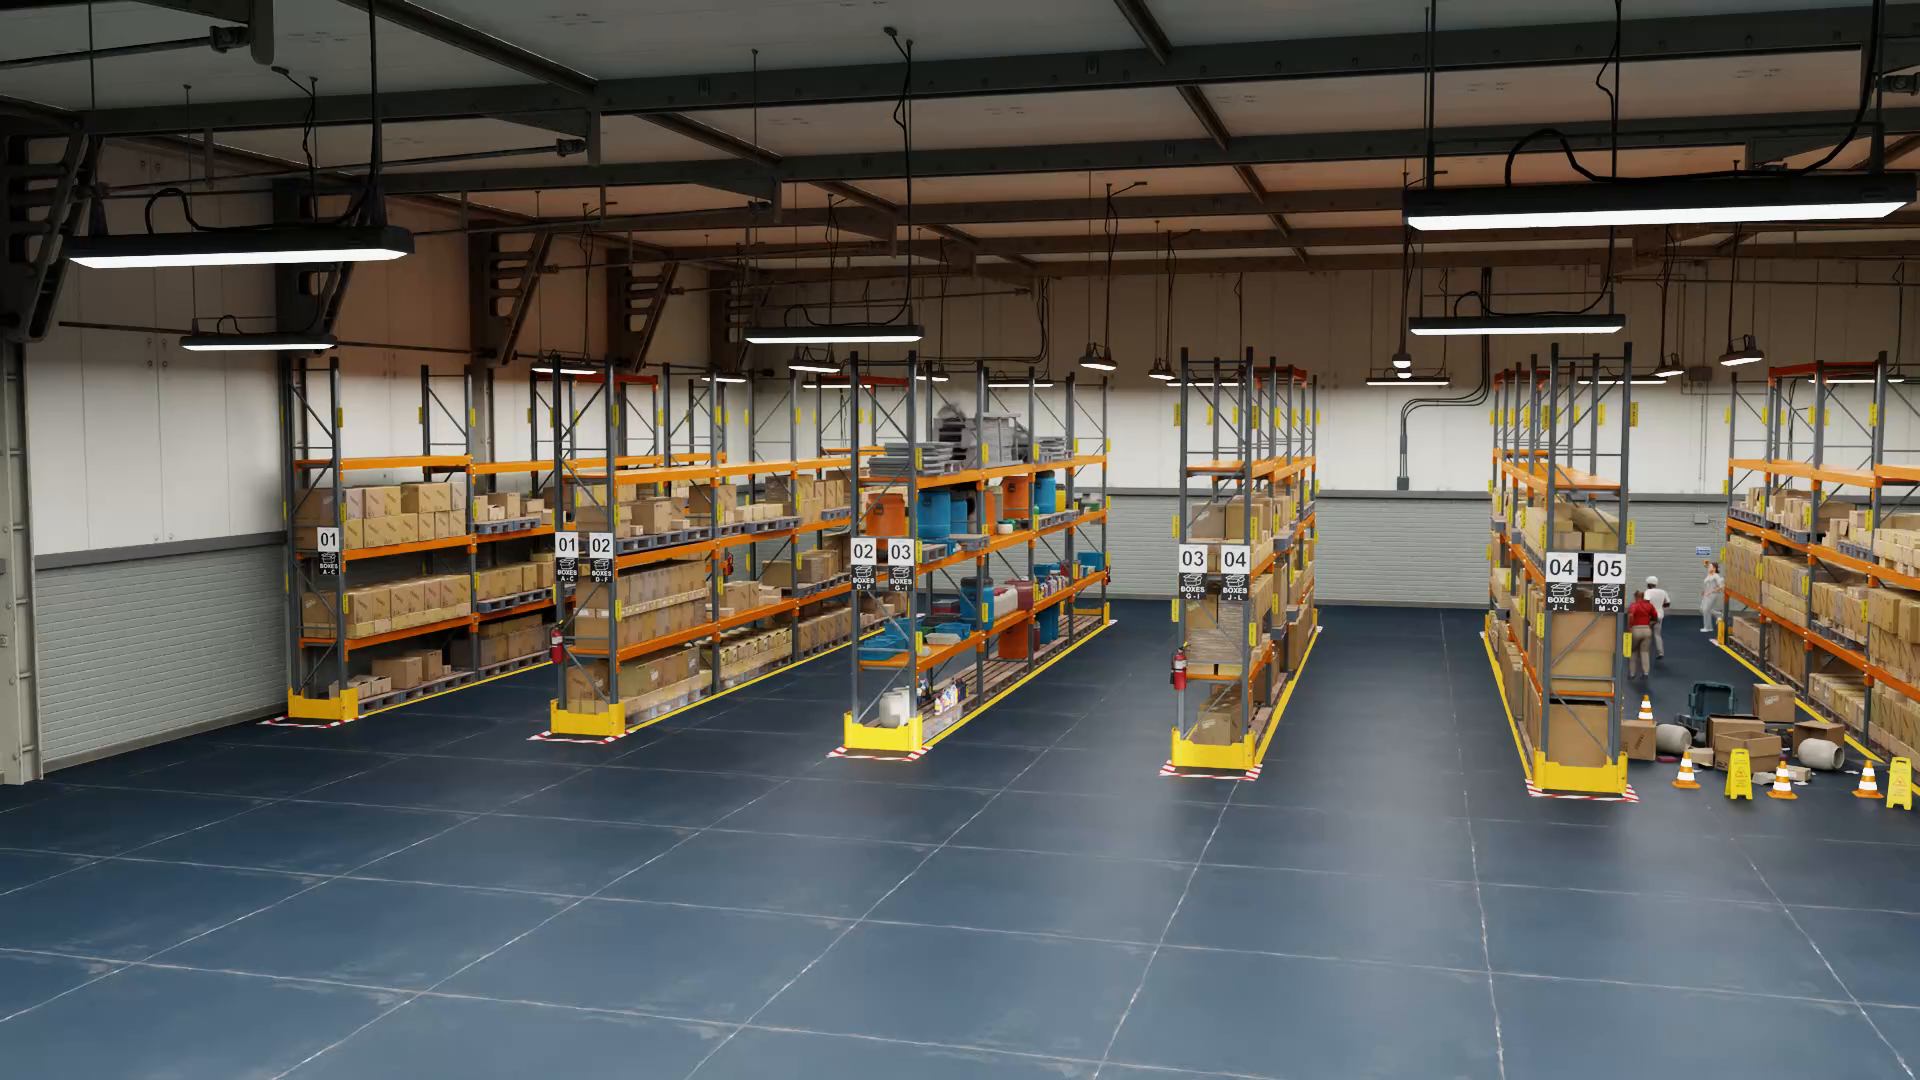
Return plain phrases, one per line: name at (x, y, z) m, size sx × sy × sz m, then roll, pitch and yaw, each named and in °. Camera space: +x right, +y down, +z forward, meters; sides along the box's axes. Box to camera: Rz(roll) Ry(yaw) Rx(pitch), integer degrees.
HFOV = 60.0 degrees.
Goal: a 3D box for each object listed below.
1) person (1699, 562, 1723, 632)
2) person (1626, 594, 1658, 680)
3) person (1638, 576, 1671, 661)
person at (17.679, 1.337, 39.000) m, size 0.583 × 1.631 × 0.565 m, roll 0°, pitch 4°, yaw -5°
person at (12.905, 1.872, 31.493) m, size 0.612 × 1.703 × 0.882 m, roll 0°, pitch 4°, yaw 7°
person at (14.157, 1.626, 33.911) m, size 0.674 × 1.793 × 0.906 m, roll 0°, pitch 4°, yaw -4°
